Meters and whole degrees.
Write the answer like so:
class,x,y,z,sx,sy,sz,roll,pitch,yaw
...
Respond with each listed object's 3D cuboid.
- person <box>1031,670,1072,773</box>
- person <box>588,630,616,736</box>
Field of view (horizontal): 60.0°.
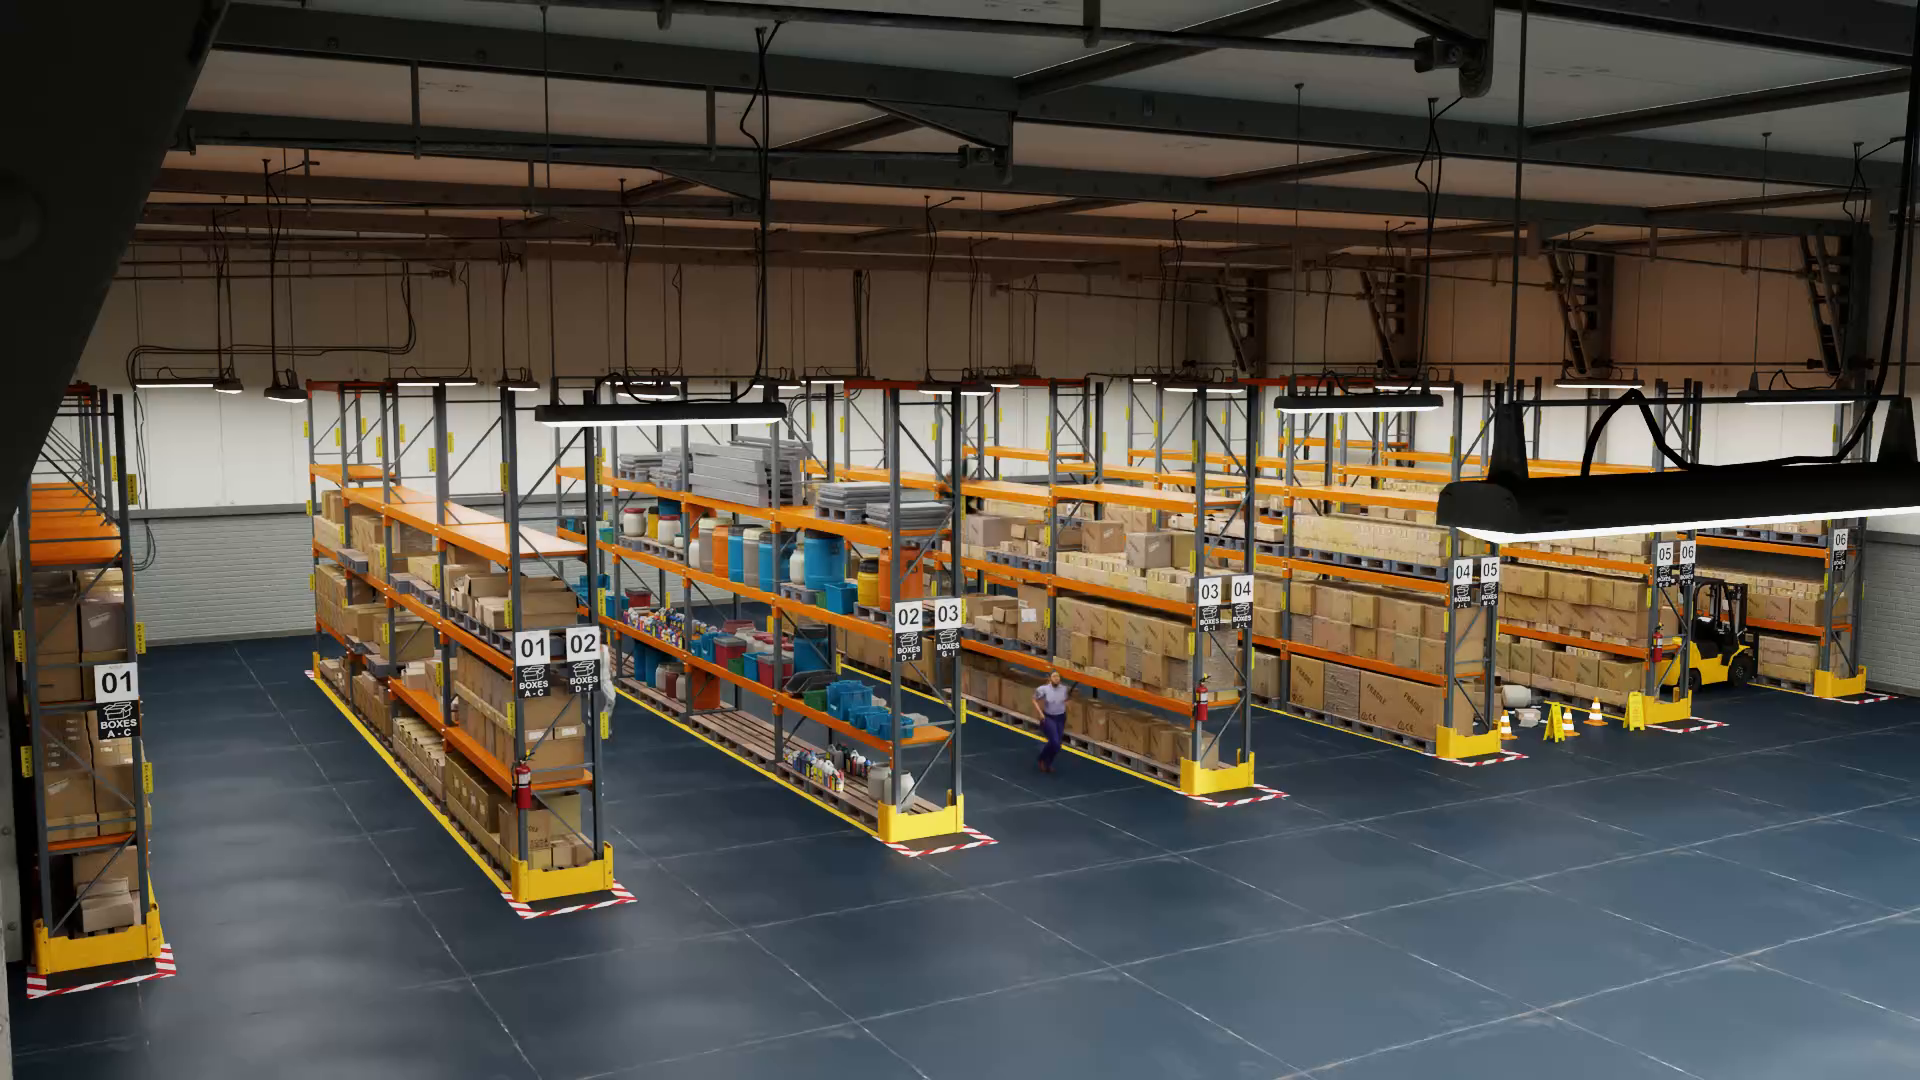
class,x,y,z,sx,sy,sz,roll,pitch,yaw
person,1.468,2.801,25.639,0.585,1.615,0.601,-3,7,-29
person,-6.129,2.430,28.343,0.632,1.823,0.705,-5,8,-37
